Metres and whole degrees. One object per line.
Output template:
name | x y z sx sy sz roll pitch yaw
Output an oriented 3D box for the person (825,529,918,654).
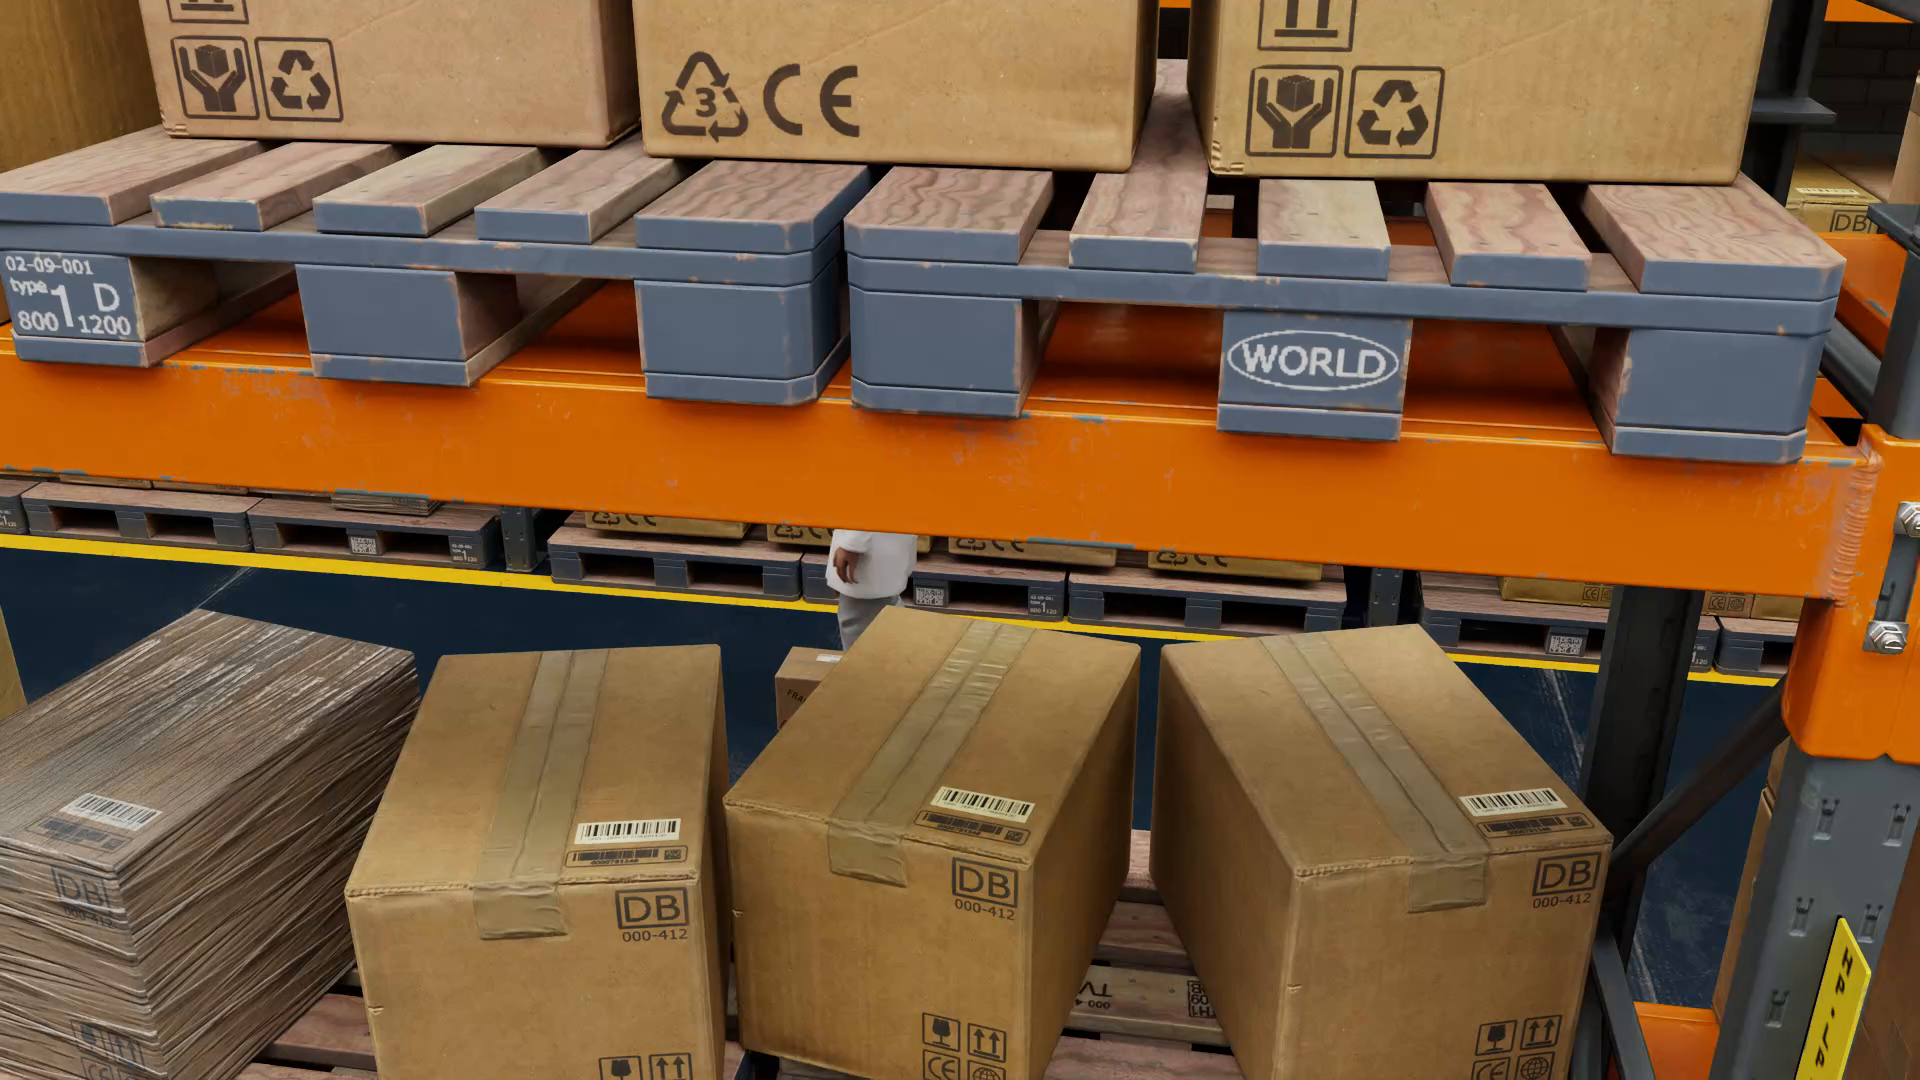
person | -0.338 -0.075 6.286 0.416 1.774 0.656 3 25 7
